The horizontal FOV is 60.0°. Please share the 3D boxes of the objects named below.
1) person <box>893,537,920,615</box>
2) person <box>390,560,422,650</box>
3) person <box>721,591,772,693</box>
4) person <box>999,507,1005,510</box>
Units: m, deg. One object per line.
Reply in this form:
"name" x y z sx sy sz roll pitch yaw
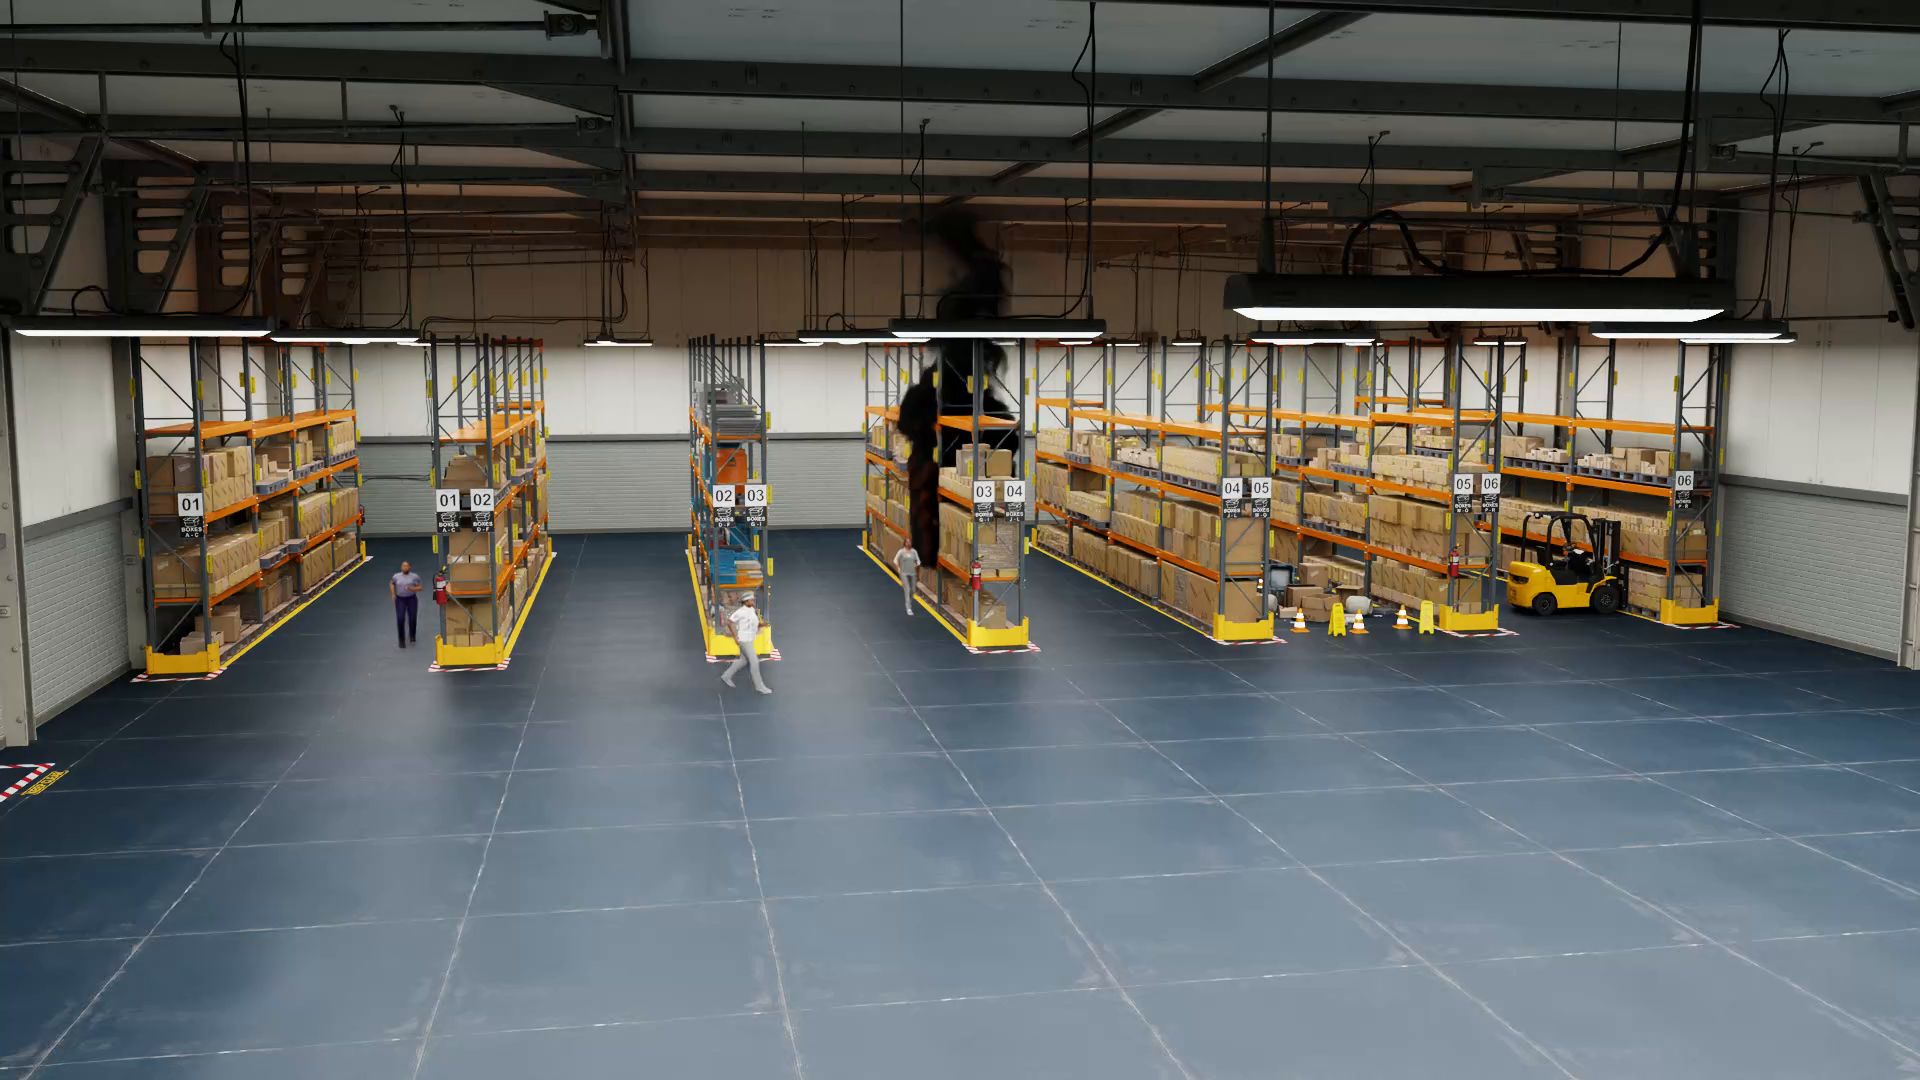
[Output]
"person" -1.076 0.726 34.269 0.547 1.575 0.702 -2 7 -14
"person" -10.672 1.240 32.078 0.579 1.711 0.764 -2 7 -19
"person" -3.572 1.688 27.712 0.923 1.697 0.567 2 7 15
"person" 1.323 -0.454 46.404 0.660 1.767 0.881 -1 7 -7
